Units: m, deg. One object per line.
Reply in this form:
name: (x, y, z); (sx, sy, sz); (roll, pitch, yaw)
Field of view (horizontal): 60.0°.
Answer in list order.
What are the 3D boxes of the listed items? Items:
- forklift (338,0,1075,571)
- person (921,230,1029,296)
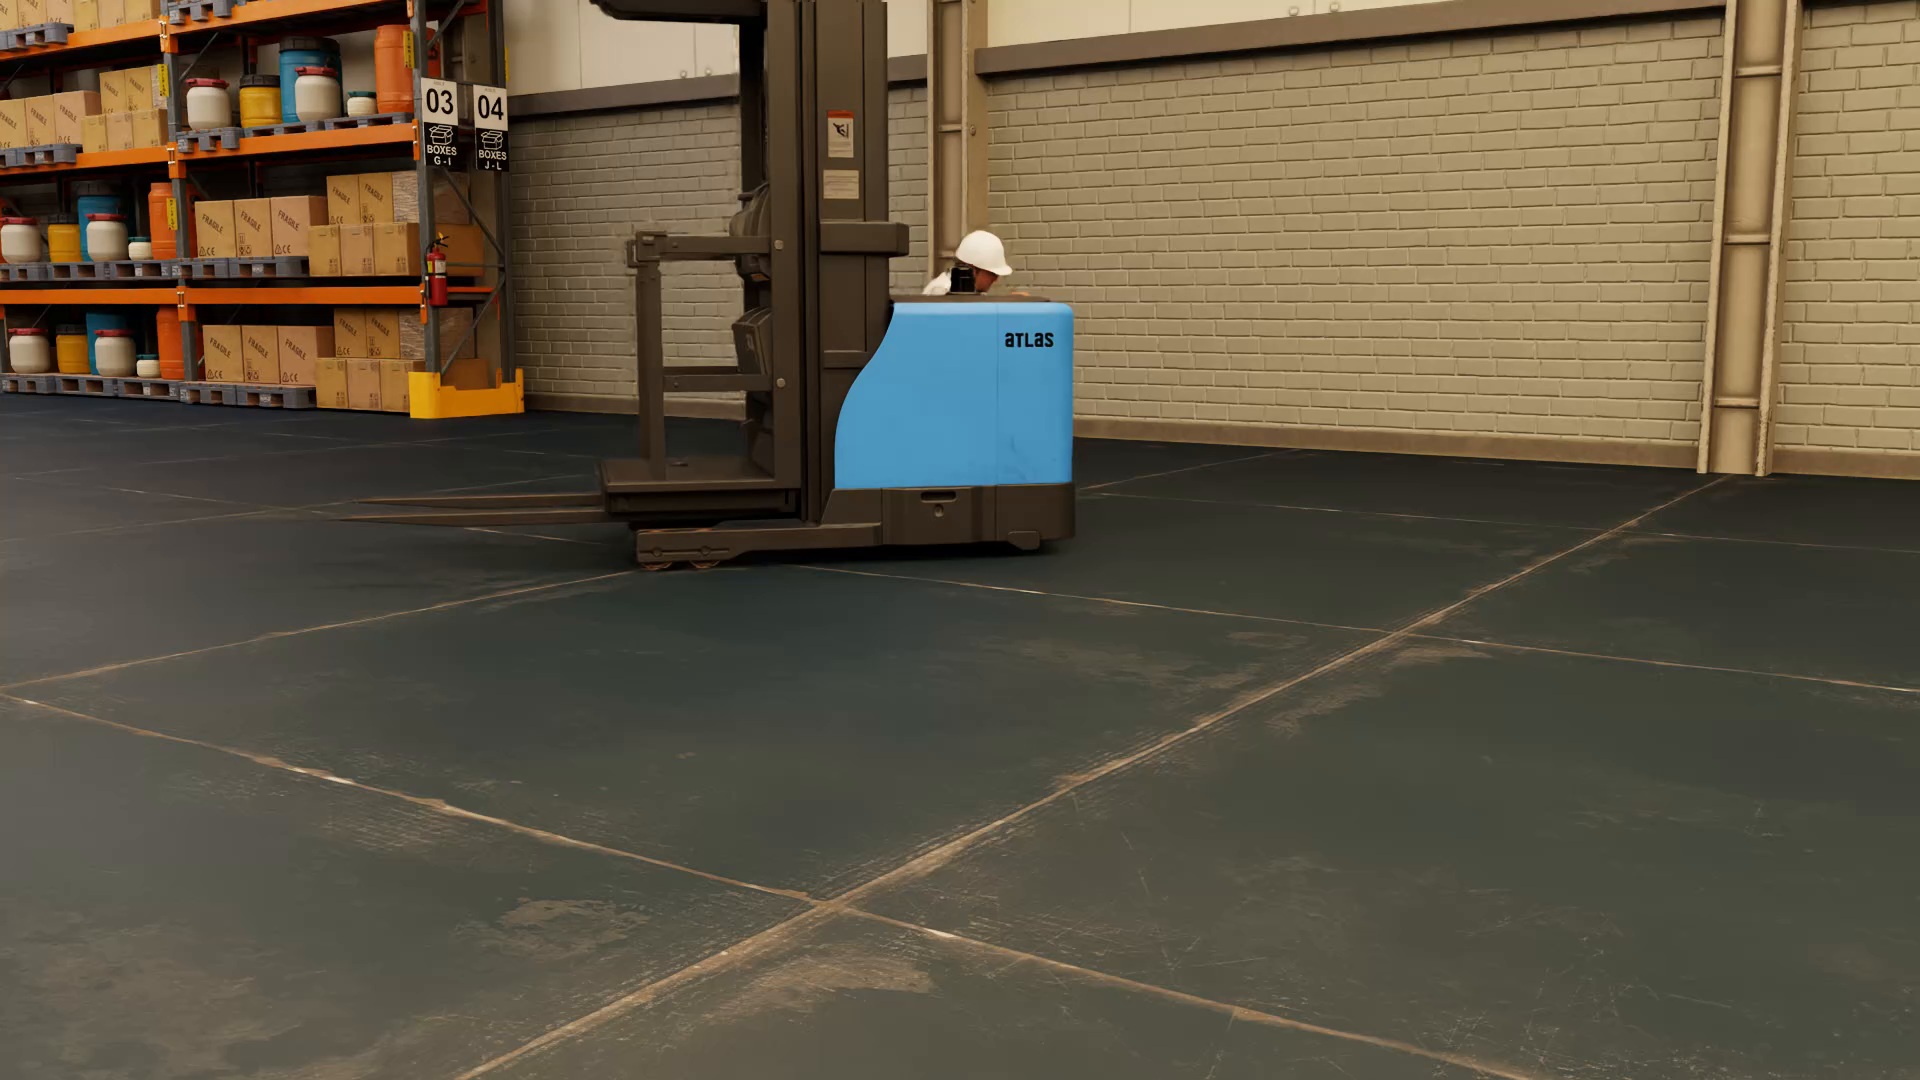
forklift: (-1.075, -1.409, 7.100); (3.031, 2.935, 1.130); (-2, 8, -13)
person: (0.109, -0.834, 8.501); (0.839, 1.456, 1.278); (3, 9, 19)
